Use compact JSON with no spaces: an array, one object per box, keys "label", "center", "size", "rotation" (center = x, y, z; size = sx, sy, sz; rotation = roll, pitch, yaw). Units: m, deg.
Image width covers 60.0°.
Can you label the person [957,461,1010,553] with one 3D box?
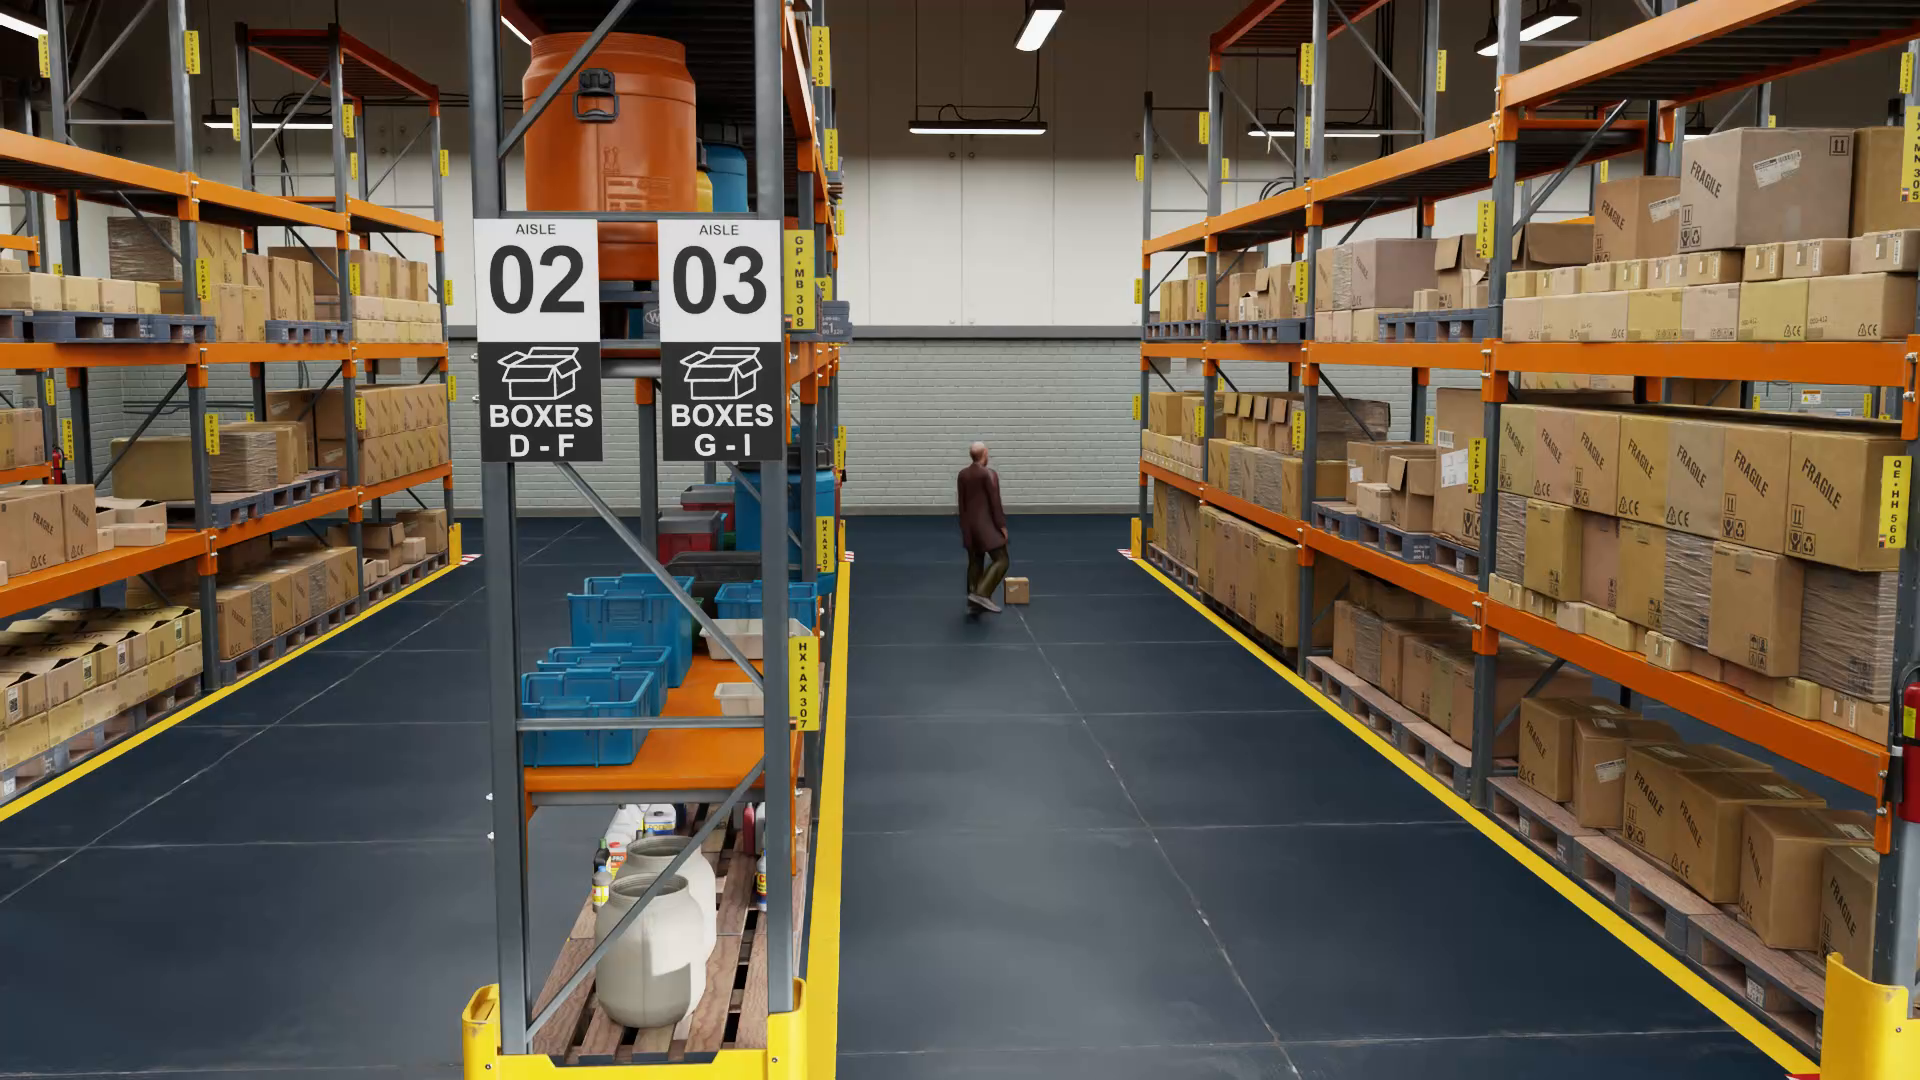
[{"label":"person","center":[0.242,-0.344,17.186],"size":[0.377,0.945,0.630],"rotation":[-6,9,-42]}]
